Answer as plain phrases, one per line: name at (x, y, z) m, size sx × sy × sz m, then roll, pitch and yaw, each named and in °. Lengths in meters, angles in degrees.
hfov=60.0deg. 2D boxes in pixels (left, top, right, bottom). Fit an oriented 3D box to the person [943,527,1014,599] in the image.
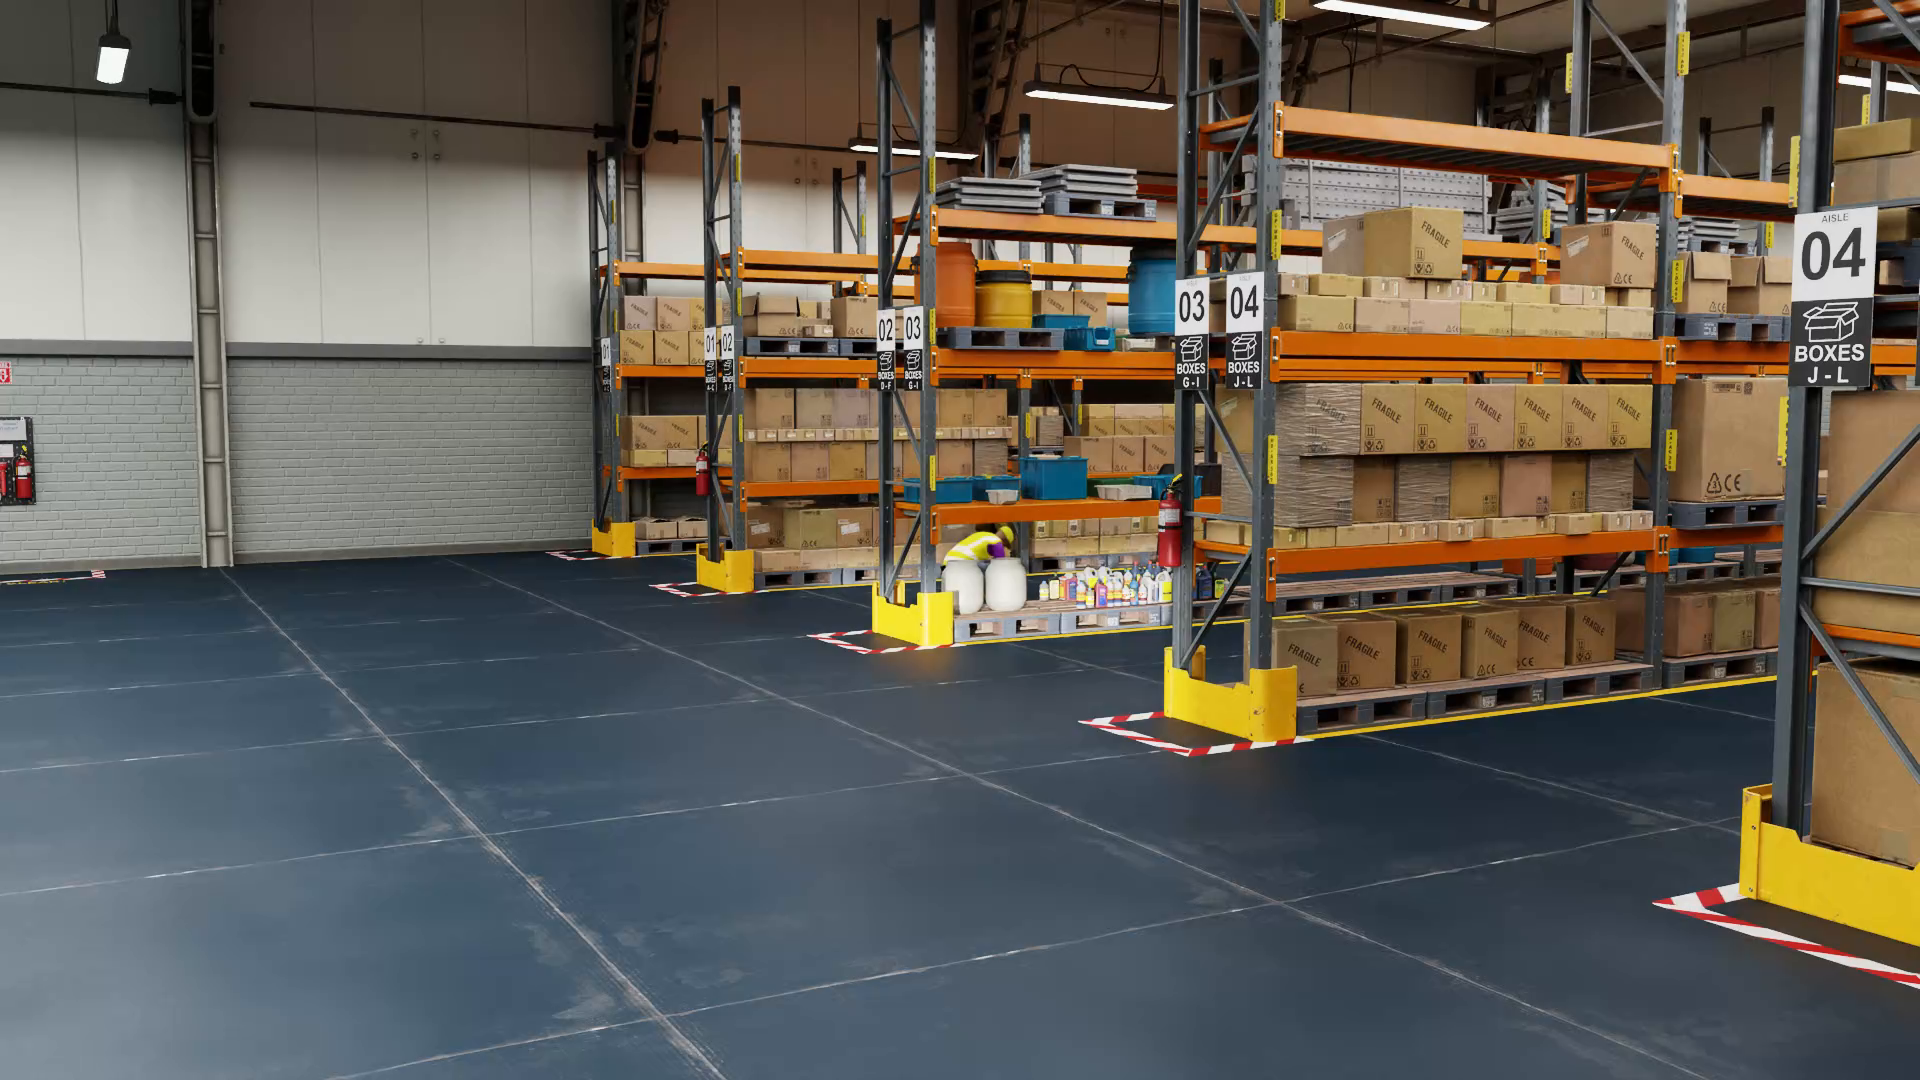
person at (0.241, 0.301, 19.462) m, size 0.916 × 0.888 × 0.553 m, roll -3°, pitch 6°, yaw -28°
